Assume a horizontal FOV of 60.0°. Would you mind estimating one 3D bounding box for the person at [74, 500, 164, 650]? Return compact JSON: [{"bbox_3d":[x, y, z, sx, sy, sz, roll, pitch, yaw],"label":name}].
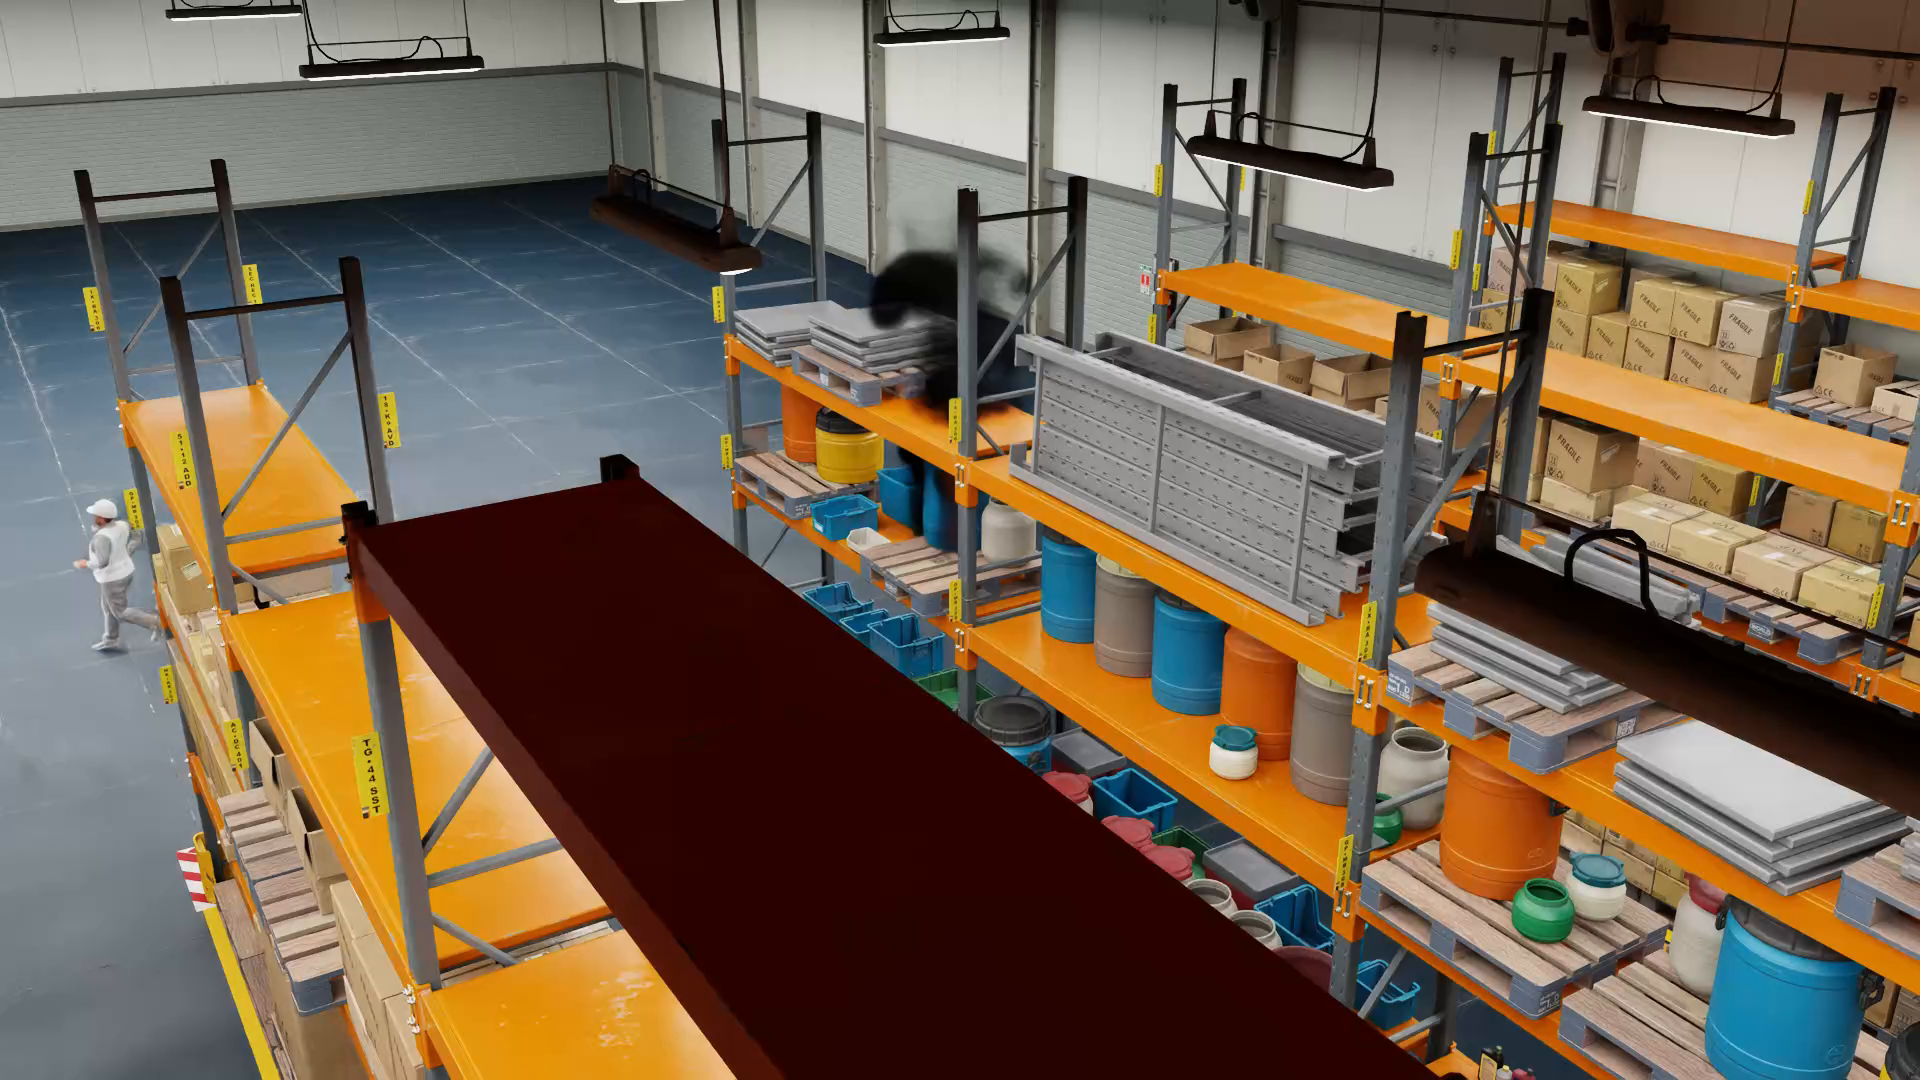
[{"bbox_3d":[-9.133,0.398,18.043,0.928,1.778,0.663,0,22,-1],"label":"person"}]
